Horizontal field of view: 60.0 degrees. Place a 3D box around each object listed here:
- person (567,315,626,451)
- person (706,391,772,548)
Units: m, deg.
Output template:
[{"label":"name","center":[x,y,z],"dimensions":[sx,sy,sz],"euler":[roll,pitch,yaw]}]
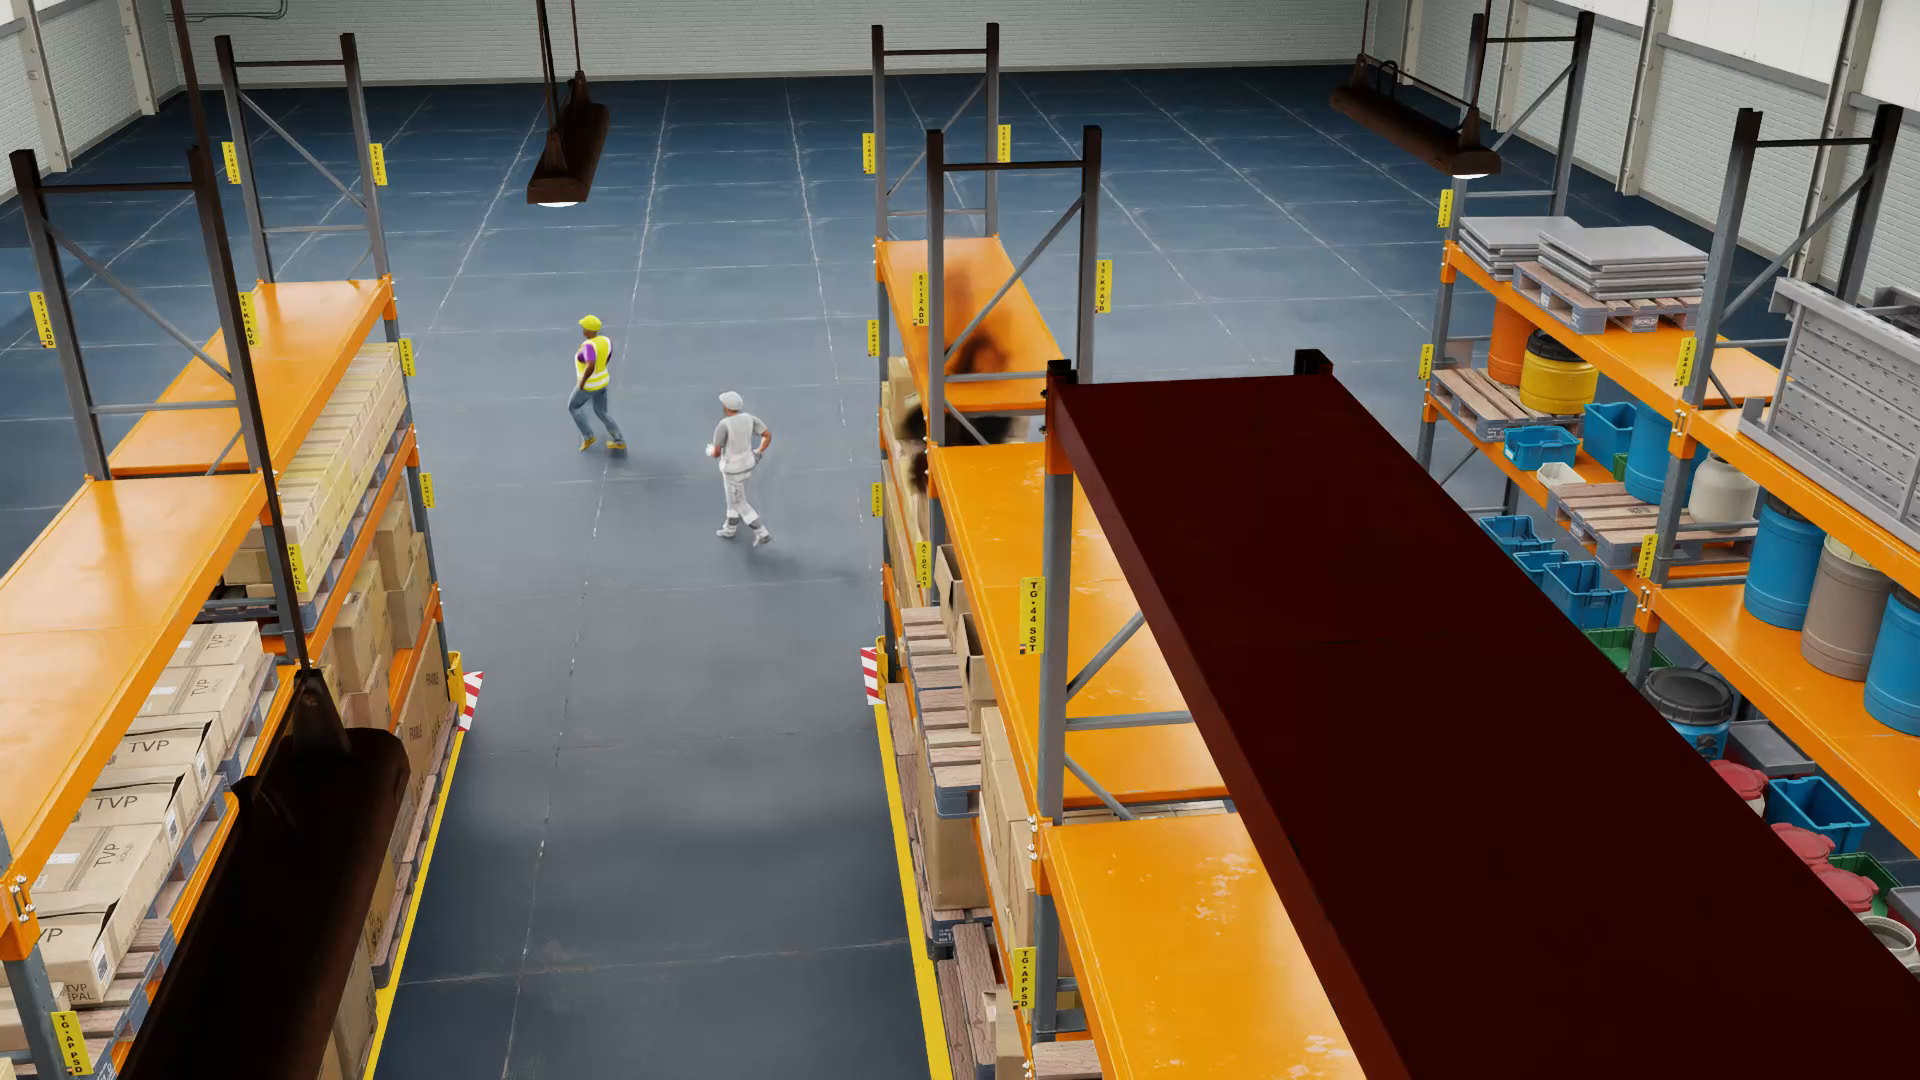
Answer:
[{"label":"person","center":[-4.524,-1.894,20.489],"dimensions":[0.734,1.790,0.707],"euler":[13,28,25]},{"label":"person","center":[-2.394,-0.746,17.991],"dimensions":[0.935,1.799,0.658],"euler":[18,31,33]}]
